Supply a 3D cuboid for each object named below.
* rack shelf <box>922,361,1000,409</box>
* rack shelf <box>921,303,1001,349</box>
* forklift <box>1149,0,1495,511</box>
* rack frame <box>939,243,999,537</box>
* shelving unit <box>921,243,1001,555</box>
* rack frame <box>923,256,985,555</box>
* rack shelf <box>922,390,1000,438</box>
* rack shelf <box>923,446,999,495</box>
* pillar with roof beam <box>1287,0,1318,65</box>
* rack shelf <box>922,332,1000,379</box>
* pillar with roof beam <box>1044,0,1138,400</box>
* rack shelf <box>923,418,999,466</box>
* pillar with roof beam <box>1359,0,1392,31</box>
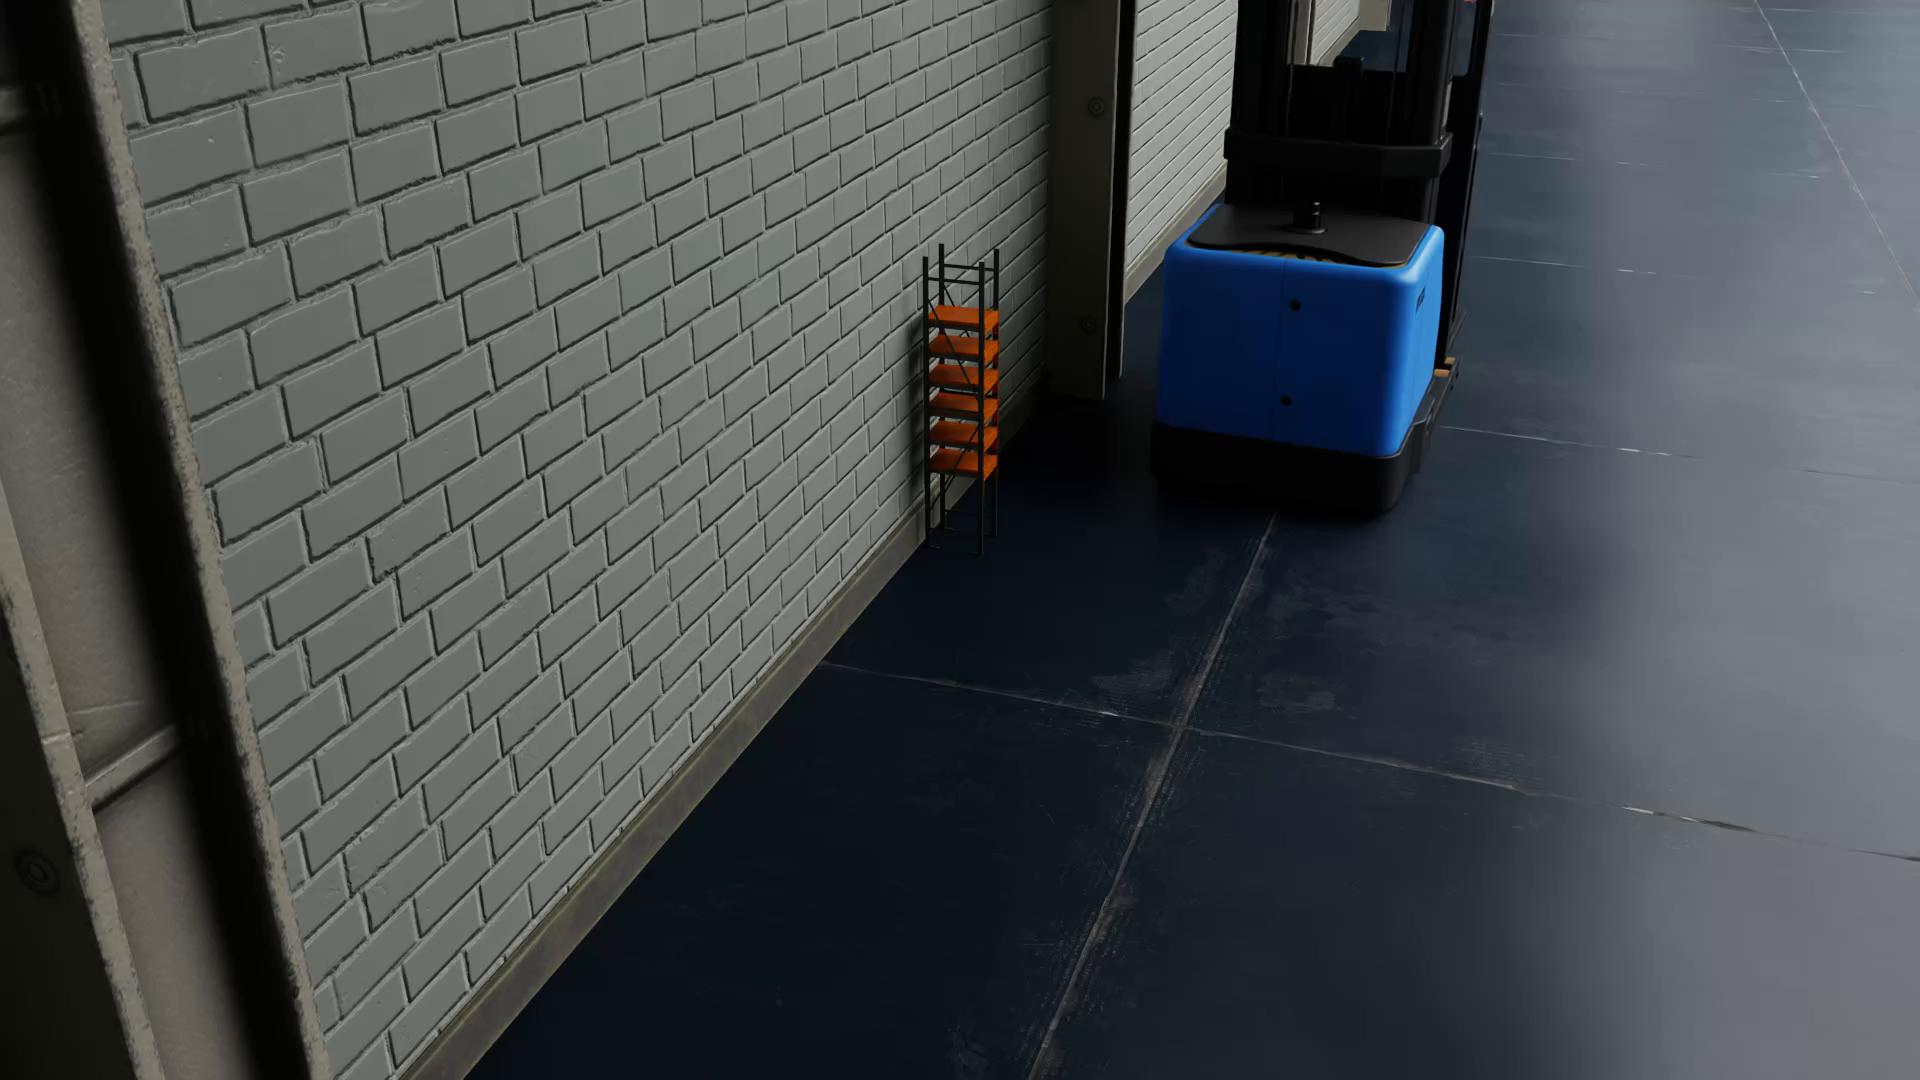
[{"bbox_3d":[0.005,-0.602,6.442,0.258,0.103,0.180,8,27,16],"label":"rack shelf"},{"bbox_3d":[0.005,-0.818,6.338,0.258,0.103,0.180,8,27,16],"label":"rack shelf"},{"bbox_3d":[1.853,-2.053,7.627,1.130,2.935,3.031,10,28,20],"label":"forklift"},{"bbox_3d":[0.033,-0.571,6.553,0.240,1.200,0.006,8,27,16],"label":"rack frame"},{"bbox_3d":[0.005,-0.534,6.475,0.258,1.200,0.189,8,27,16],"label":"shelving unit"},{"bbox_3d":[-0.024,-0.496,6.397,0.240,1.200,0.006,8,27,16],"label":"rack frame"},{"bbox_3d":[0.005,-0.494,6.495,0.258,0.103,0.180,8,27,16],"label":"rack shelf"},{"bbox_3d":[0.005,-0.278,6.599,0.258,0.103,0.180,8,27,16],"label":"rack shelf"},{"bbox_3d":[6.673,-6.680,10.221,9.100,9.000,0.400,9,27,17],"label":"pillar with roof beam"},{"bbox_3d":[0.005,-0.710,6.390,0.258,0.103,0.180,8,27,16],"label":"rack shelf"},{"bbox_3d":[4.676,-4.215,5.129,9.100,9.000,0.400,9,27,17],"label":"pillar with roof beam"},{"bbox_3d":[0.005,-0.386,6.547,0.258,0.103,0.180,8,27,16],"label":"rack shelf"},{"bbox_3d":[8.669,-9.146,15.314,9.100,9.000,0.400,9,27,17],"label":"pillar with roof beam"}]
